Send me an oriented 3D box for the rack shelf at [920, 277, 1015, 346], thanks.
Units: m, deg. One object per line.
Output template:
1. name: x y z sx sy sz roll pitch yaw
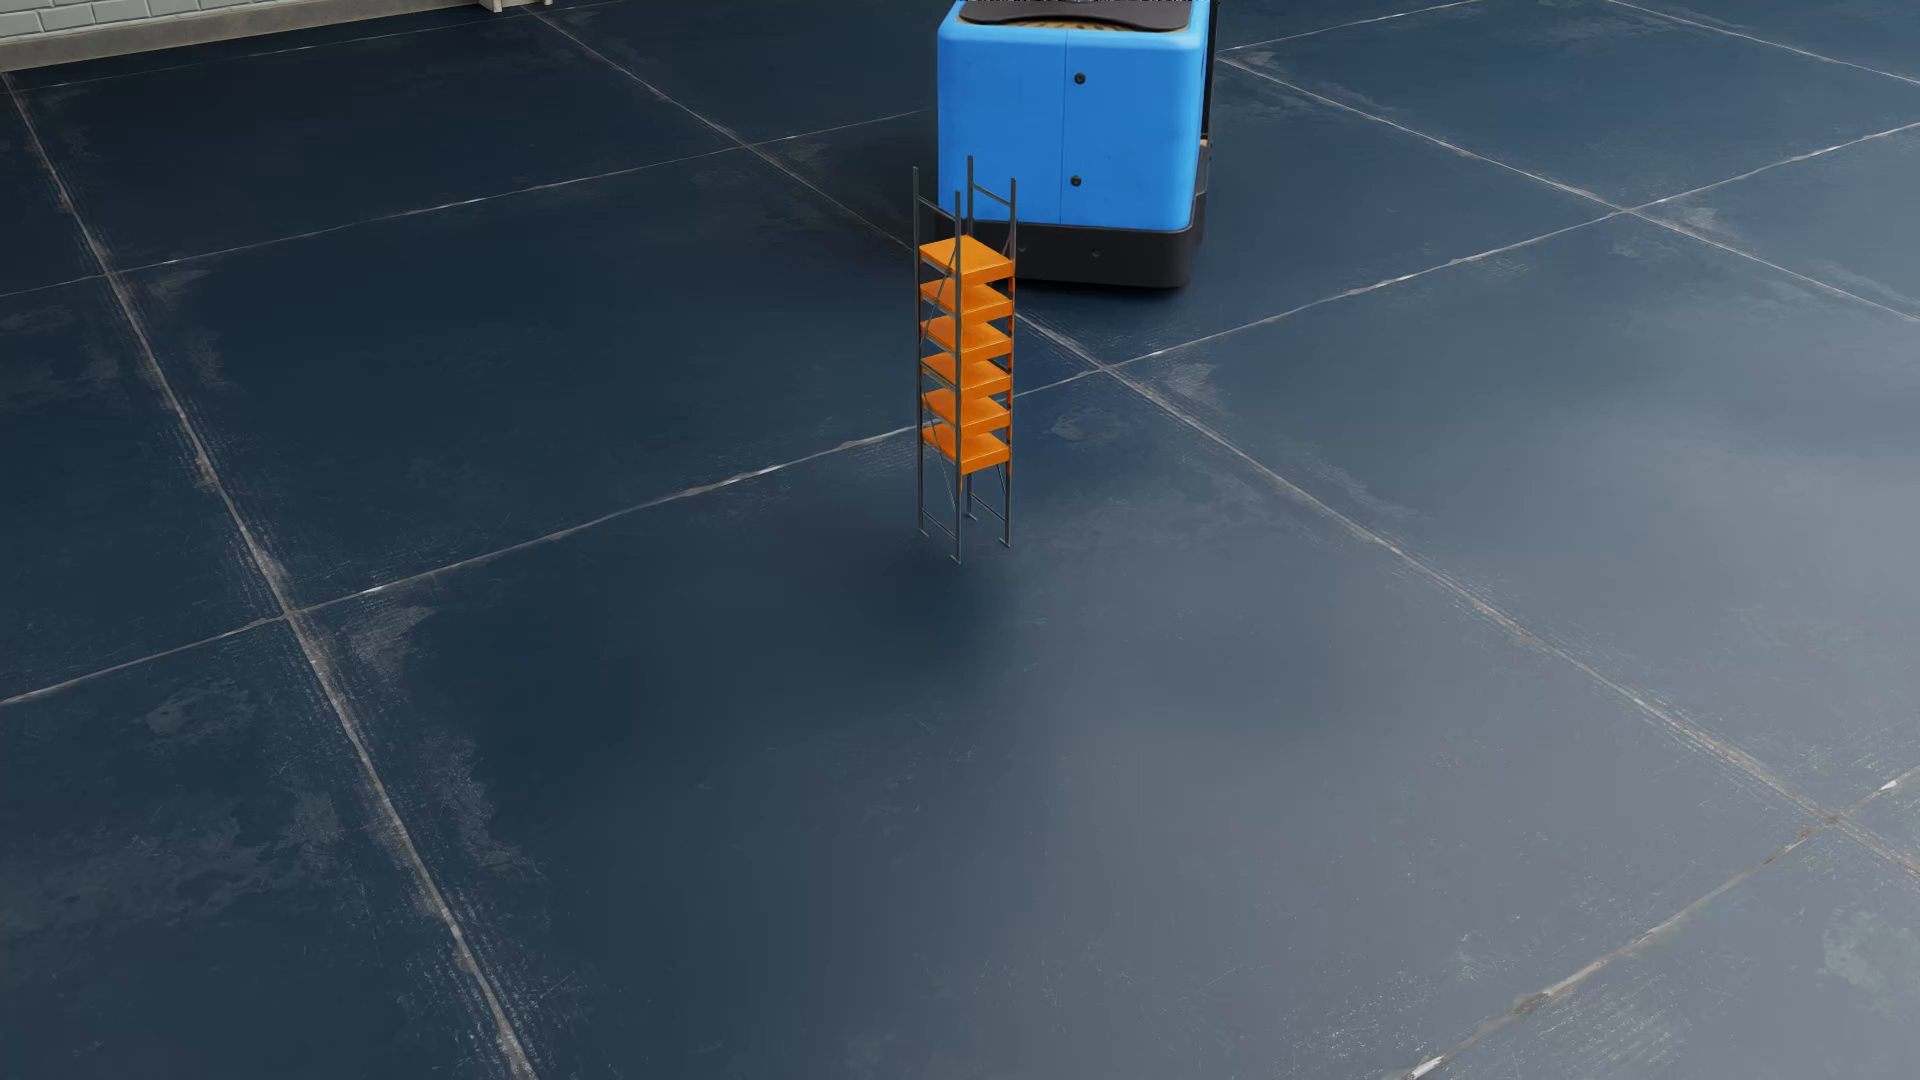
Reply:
1. rack shelf: 0.012 -0.677 4.832 0.180 0.103 0.258 -19 37 -27

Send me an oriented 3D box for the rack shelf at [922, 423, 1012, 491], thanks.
1. rack shelf: 0.012 -0.271 5.088 0.180 0.103 0.258 -19 37 -27

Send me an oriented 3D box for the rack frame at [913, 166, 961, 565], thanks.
1. rack frame: -0.065 -0.485 4.895 0.006 1.200 0.240 -19 37 -27

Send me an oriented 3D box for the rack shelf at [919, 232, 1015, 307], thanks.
1. rack shelf: 0.012 -0.779 4.768 0.180 0.103 0.258 -19 37 -27

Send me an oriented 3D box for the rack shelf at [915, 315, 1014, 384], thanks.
1. rack shelf: 0.012 -0.576 4.896 0.180 0.103 0.258 -19 37 -27

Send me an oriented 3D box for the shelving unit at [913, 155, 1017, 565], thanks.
1. shelving unit: 0.012 -0.512 4.937 0.189 1.200 0.258 -19 37 -27

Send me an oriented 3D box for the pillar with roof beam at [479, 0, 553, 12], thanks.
1. pillar with roof beam: -0.546 -5.352 5.301 0.400 9.000 9.100 -19 37 -27

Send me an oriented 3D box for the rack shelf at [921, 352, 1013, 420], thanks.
1. rack shelf: 0.012 -0.474 4.960 0.180 0.103 0.258 -19 37 -27

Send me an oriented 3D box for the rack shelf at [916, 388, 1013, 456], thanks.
1. rack shelf: 0.012 -0.373 5.024 0.180 0.103 0.258 -19 37 -27

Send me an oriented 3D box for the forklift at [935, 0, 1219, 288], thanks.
1. forklift: 0.648 -3.032 7.310 1.130 2.935 3.031 5 33 8

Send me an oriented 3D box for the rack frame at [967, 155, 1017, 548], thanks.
1. rack frame: 0.089 -0.538 4.978 0.006 1.200 0.240 -19 37 -27
